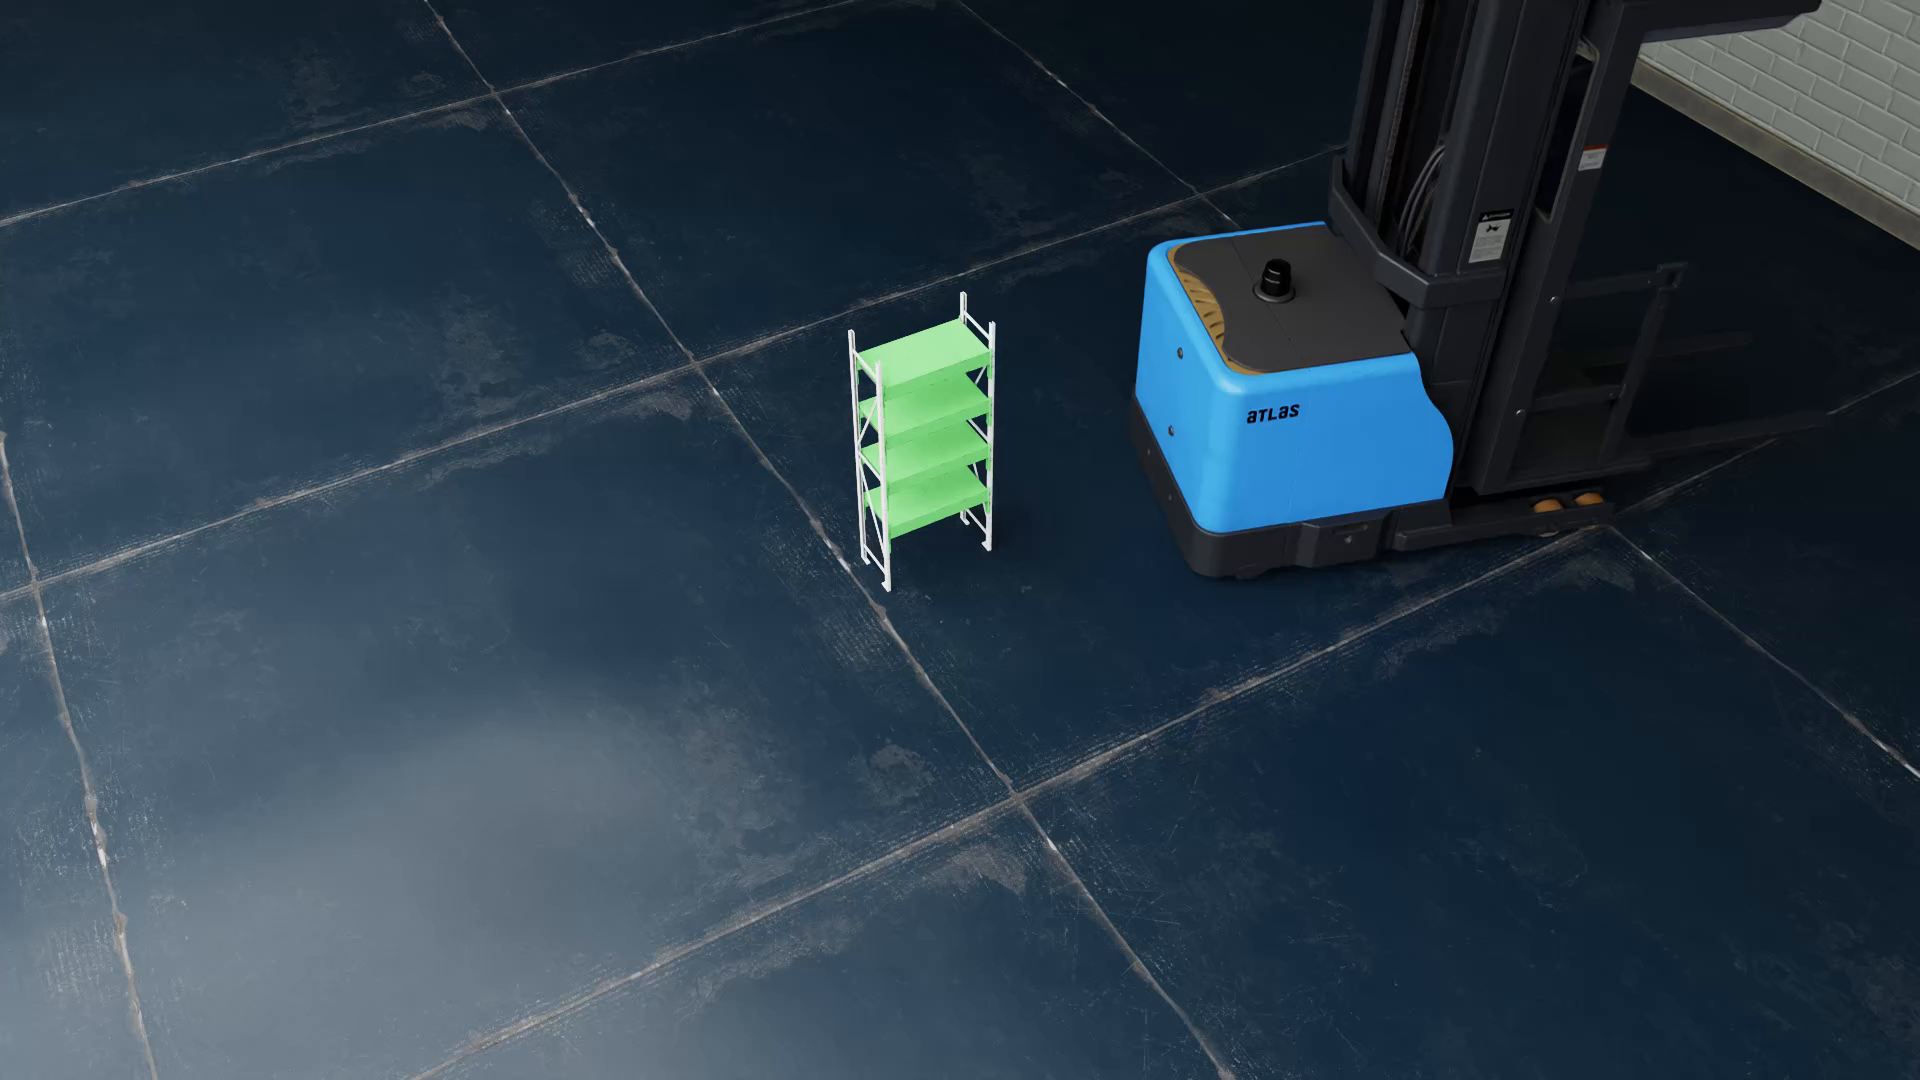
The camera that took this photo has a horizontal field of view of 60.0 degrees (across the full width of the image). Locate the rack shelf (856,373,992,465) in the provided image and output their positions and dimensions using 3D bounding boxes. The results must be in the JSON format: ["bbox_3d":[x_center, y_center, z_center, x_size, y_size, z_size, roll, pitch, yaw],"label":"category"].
[{"bbox_3d":[-0.144,-0.500,6.580,0.480,0.148,0.258,-22,48,-21],"label":"rack shelf"}]

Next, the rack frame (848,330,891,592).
[{"bbox_3d":[-0.355,-0.288,6.615,0.015,1.200,0.240,-22,48,-21],"label":"rack frame"}]

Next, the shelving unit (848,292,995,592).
[{"bbox_3d":[-0.144,-0.373,6.702,0.503,1.200,0.258,-22,48,-21],"label":"shelving unit"}]

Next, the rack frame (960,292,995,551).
[{"bbox_3d":[0.068,-0.458,6.790,0.015,1.200,0.240,-22,48,-21],"label":"rack frame"}]

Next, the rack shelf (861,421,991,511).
[{"bbox_3d":[-0.144,-0.327,6.747,0.480,0.148,0.258,-22,48,-21],"label":"rack shelf"}]

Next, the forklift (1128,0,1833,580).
[{"bbox_3d":[2.339,-1.417,6.535,3.031,2.935,1.130,-9,45,-9],"label":"forklift"}]

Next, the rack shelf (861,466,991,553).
[{"bbox_3d":[-0.144,-0.155,6.914,0.480,0.148,0.258,-22,48,-21],"label":"rack shelf"}]

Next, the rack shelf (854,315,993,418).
[{"bbox_3d":[-0.144,-0.672,6.413,0.480,0.148,0.258,-22,48,-21],"label":"rack shelf"}]
